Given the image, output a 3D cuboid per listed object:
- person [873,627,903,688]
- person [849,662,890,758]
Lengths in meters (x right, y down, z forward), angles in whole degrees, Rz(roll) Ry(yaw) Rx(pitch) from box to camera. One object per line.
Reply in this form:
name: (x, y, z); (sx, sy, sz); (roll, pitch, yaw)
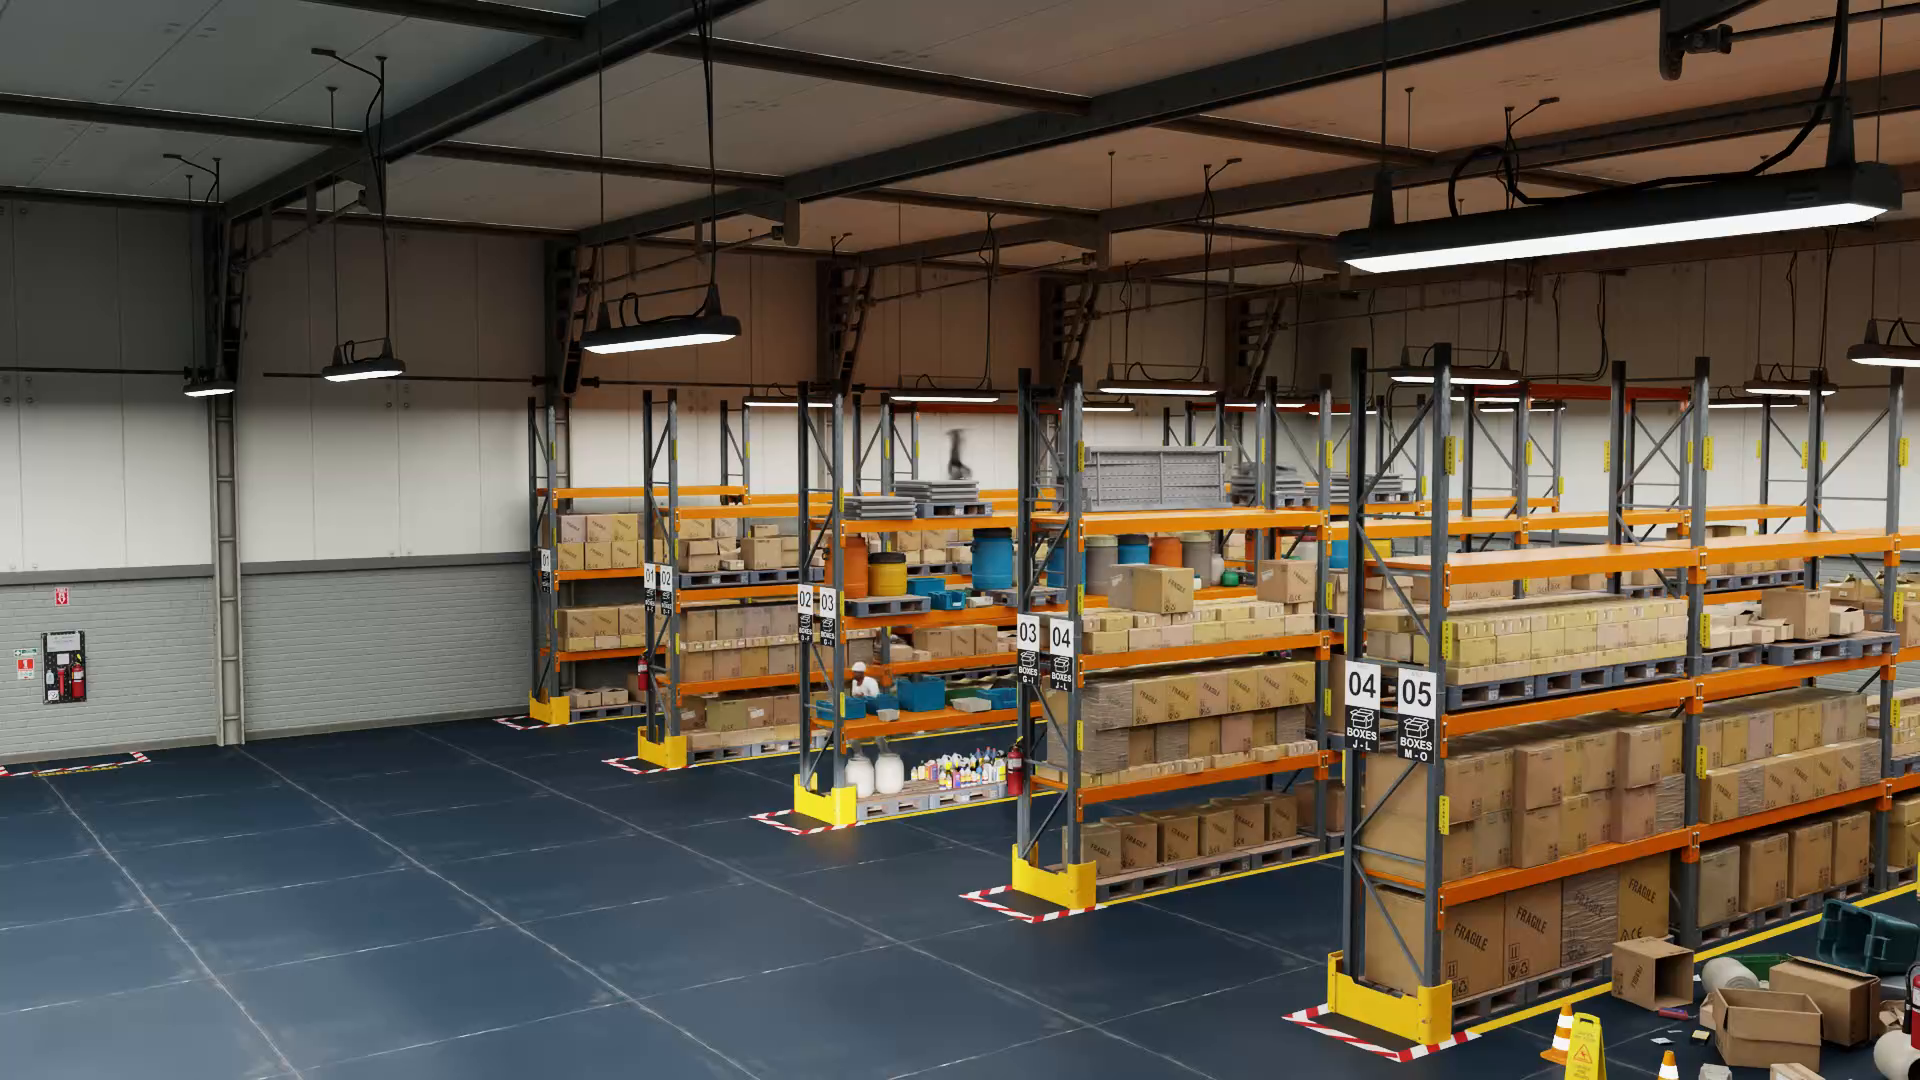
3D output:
person: (-1.418, 2.428, 32.779); (0.865, 1.590, 0.718); (-2, 4, -34)
person: (-1.429, 2.763, 26.113); (0.686, 1.747, 0.938); (3, 4, 37)
